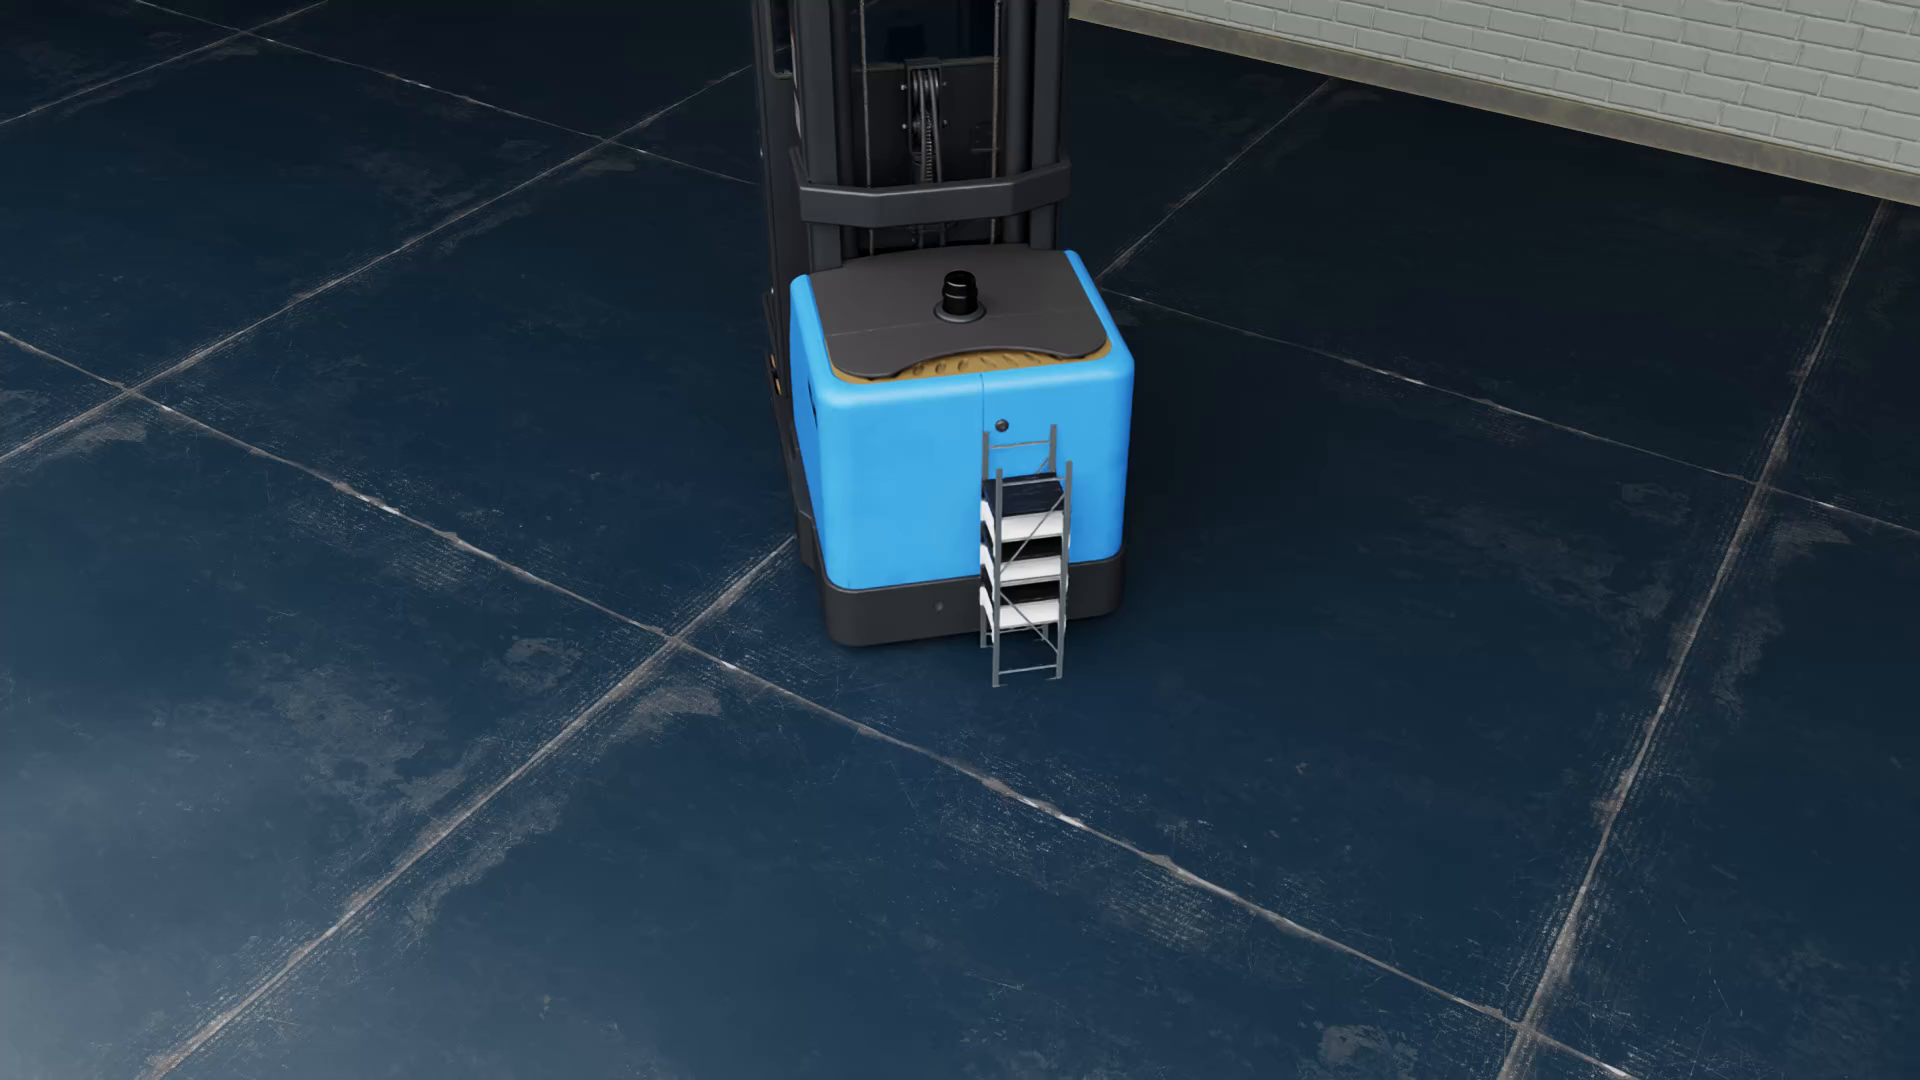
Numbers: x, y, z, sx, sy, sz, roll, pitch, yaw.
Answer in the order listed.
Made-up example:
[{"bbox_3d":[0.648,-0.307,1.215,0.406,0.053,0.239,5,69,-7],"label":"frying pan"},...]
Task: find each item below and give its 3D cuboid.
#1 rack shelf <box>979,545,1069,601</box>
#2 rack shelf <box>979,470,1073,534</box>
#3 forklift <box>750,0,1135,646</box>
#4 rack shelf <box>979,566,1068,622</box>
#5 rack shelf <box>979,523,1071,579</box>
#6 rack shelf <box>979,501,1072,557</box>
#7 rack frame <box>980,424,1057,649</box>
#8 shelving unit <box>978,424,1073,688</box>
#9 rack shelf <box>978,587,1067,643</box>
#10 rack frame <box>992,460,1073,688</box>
[{"bbox_3d":[0.208,0.092,5.448,0.258,0.077,0.200,-7,38,-9],"label":"rack shelf"},{"bbox_3d":[0.208,-0.122,5.284,0.258,0.077,0.200,-7,38,-9],"label":"rack shelf"},{"bbox_3d":[-0.215,-1.698,6.052,1.130,2.935,3.031,-7,38,-9],"label":"forklift"},{"bbox_3d":[0.208,0.163,5.503,0.258,0.077,0.200,-7,38,-9],"label":"rack shelf"},{"bbox_3d":[0.208,0.021,5.394,0.258,0.077,0.200,-7,38,-9],"label":"rack shelf"},{"bbox_3d":[0.208,-0.051,5.339,0.258,0.077,0.200,-7,38,-9],"label":"rack shelf"},{"bbox_3d":[0.189,0.004,5.507,0.240,0.900,0.006,-7,38,-9],"label":"rack frame"},{"bbox_3d":[0.208,0.065,5.428,0.258,0.900,0.210,-7,38,-9],"label":"shelving unit"},{"bbox_3d":[0.208,0.234,5.558,0.258,0.077,0.200,-7,38,-9],"label":"rack shelf"},{"bbox_3d":[0.228,0.126,5.349,0.240,0.900,0.006,-7,38,-9],"label":"rack frame"}]
